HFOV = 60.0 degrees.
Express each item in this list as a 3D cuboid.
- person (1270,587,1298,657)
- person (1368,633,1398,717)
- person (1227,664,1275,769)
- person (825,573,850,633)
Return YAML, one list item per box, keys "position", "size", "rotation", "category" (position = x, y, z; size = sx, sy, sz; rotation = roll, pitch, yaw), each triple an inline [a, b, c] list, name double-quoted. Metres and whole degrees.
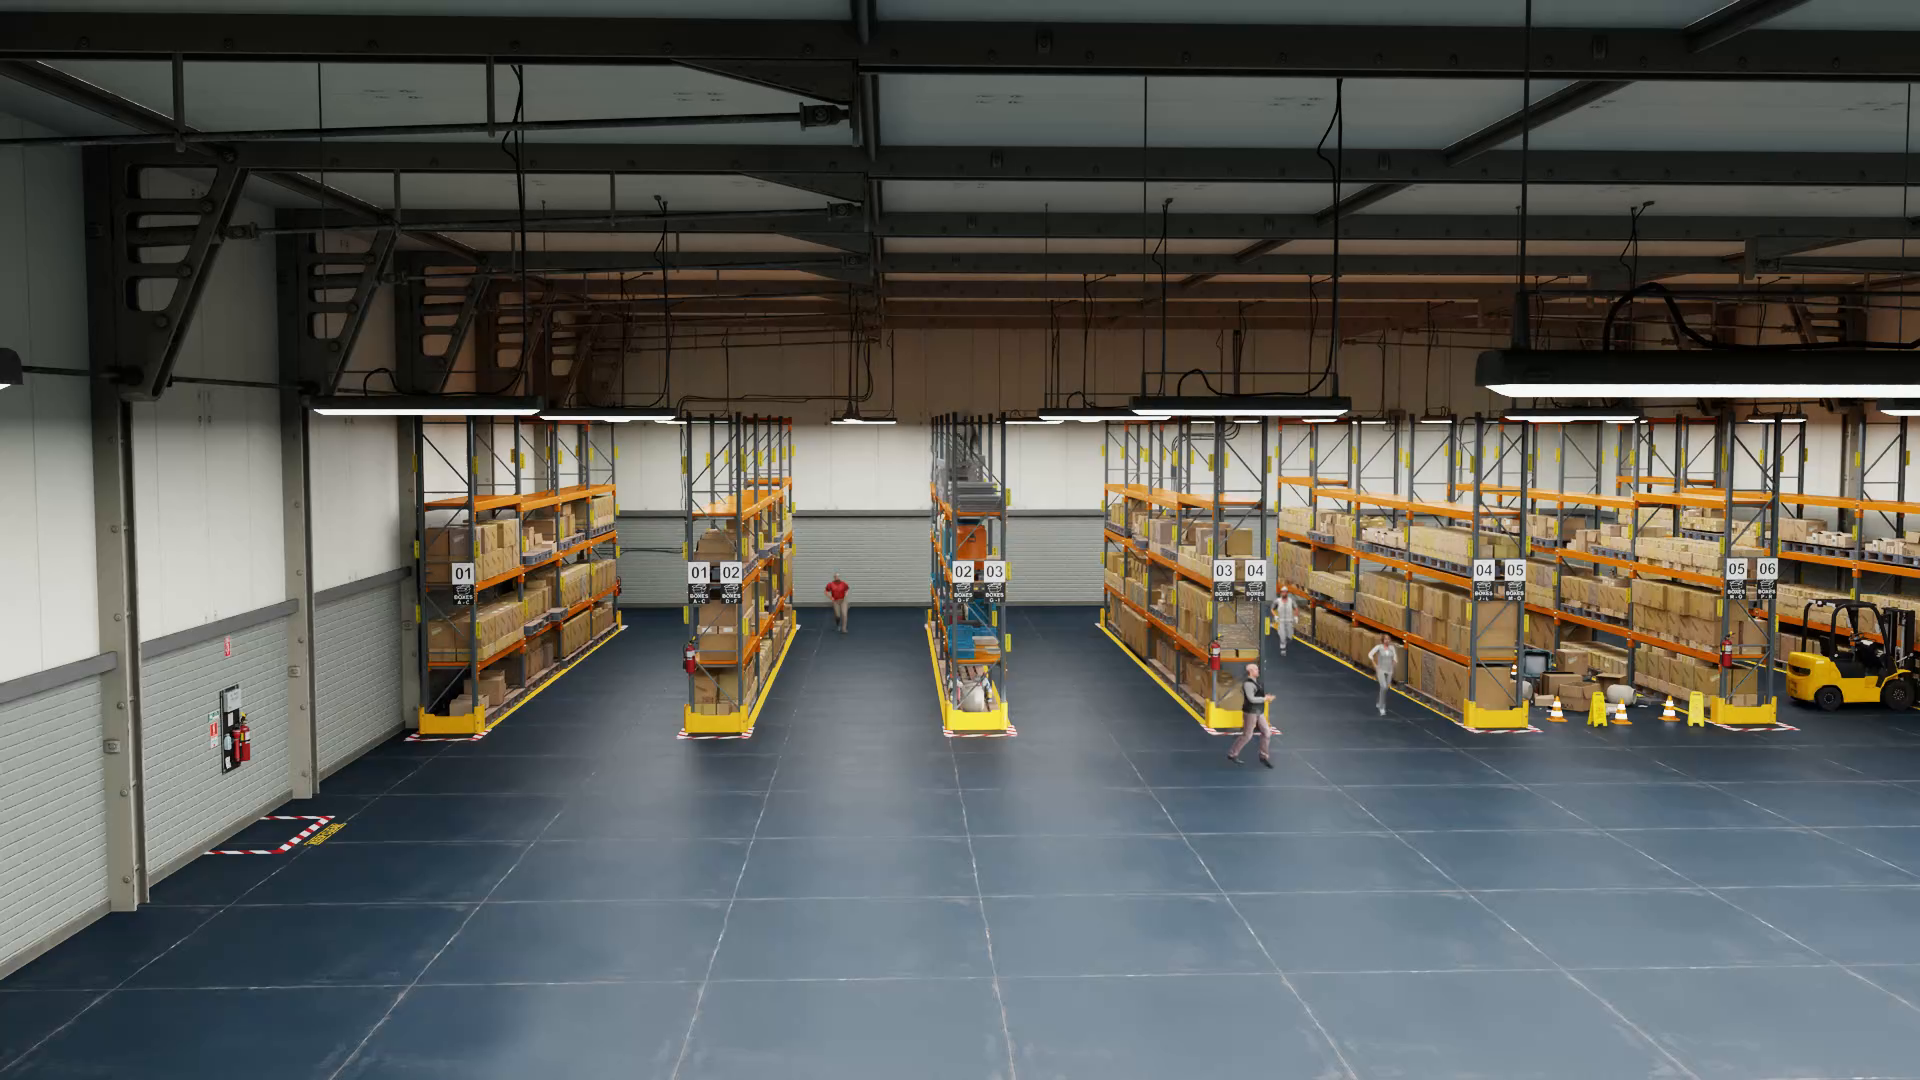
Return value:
- position: [8.080, 2.031, 41.467]
  size: [0.702, 1.742, 0.637]
  rotation: [0, 4, 1]
  category: "person"
- position: [8.448, 2.674, 33.117]
  size: [0.519, 1.644, 0.722]
  rotation: [-1, 4, -9]
  category: "person"
- position: [4.894, 2.957, 27.894]
  size: [0.789, 1.778, 0.627]
  rotation: [2, 4, 26]
  category: "person"
- position: [-3.351, 1.751, 46.049]
  size: [0.674, 1.680, 0.621]
  rotation: [-1, 4, -16]
  category: "person"
